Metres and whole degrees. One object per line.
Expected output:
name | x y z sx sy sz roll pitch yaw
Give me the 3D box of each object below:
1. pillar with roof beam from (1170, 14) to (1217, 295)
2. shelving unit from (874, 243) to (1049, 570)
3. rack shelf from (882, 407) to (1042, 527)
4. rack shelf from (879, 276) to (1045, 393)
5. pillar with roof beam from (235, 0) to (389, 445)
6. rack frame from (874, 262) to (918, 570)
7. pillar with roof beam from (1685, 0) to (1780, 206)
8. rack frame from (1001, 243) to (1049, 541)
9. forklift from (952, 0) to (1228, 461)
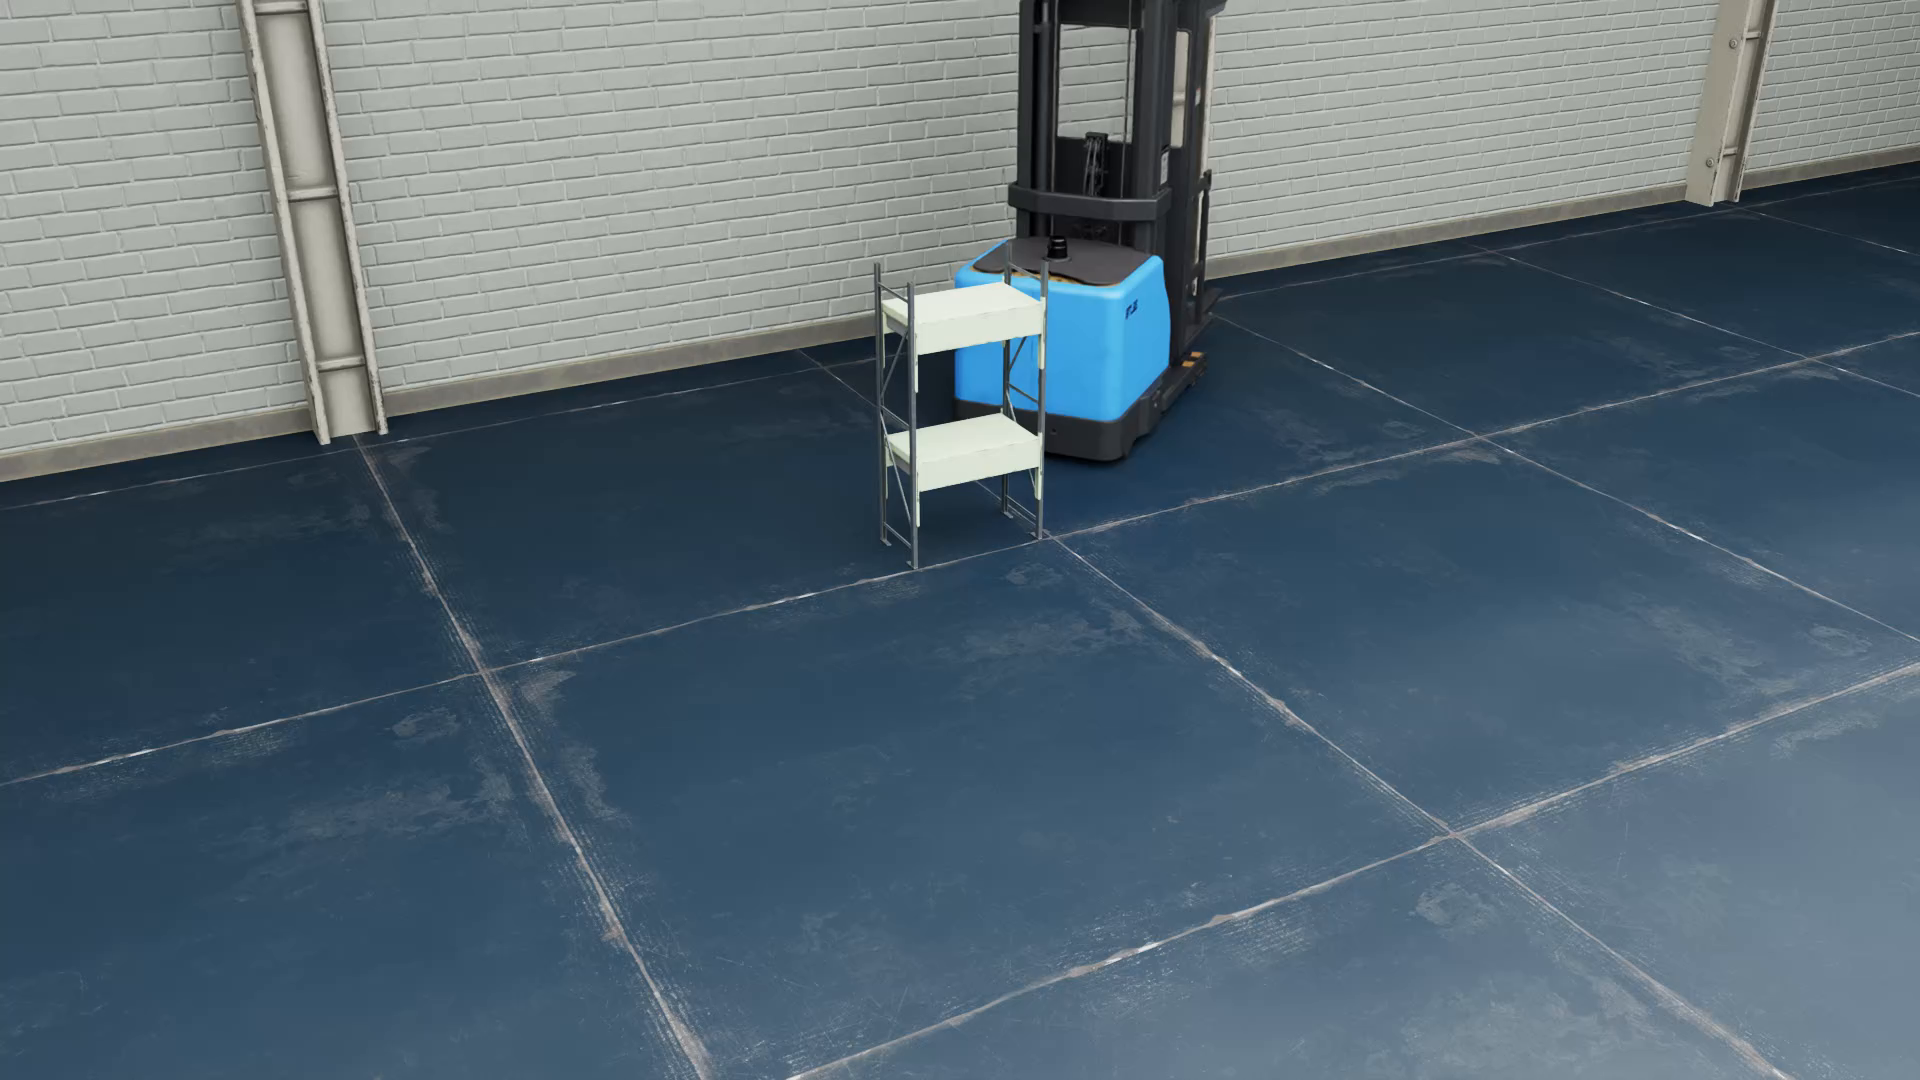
pillar with roof beam | 3.602 -4.302 7.314 0.400 9.000 9.100 -13 29 -25
shelving unit | 0.006 -0.677 8.428 0.755 1.500 0.431 -13 29 -25
rack shelf | 0.006 -0.384 8.569 0.720 0.370 0.431 -13 29 -25
rack shelf | 0.006 -1.029 8.259 0.720 0.370 0.431 -13 29 -25
pillar with roof beam | -1.692 -3.080 4.769 0.400 9.000 9.100 -13 29 -25
rack frame | -0.317 -0.603 8.273 0.023 1.500 0.400 -13 29 -25
pillar with roof beam | 8.896 -5.524 9.859 0.400 9.000 9.100 -13 29 -25
rack frame | 0.329 -0.752 8.583 0.023 1.500 0.400 -13 29 -25
forklift | 0.995 -2.387 10.335 1.130 2.935 3.031 10 28 21
